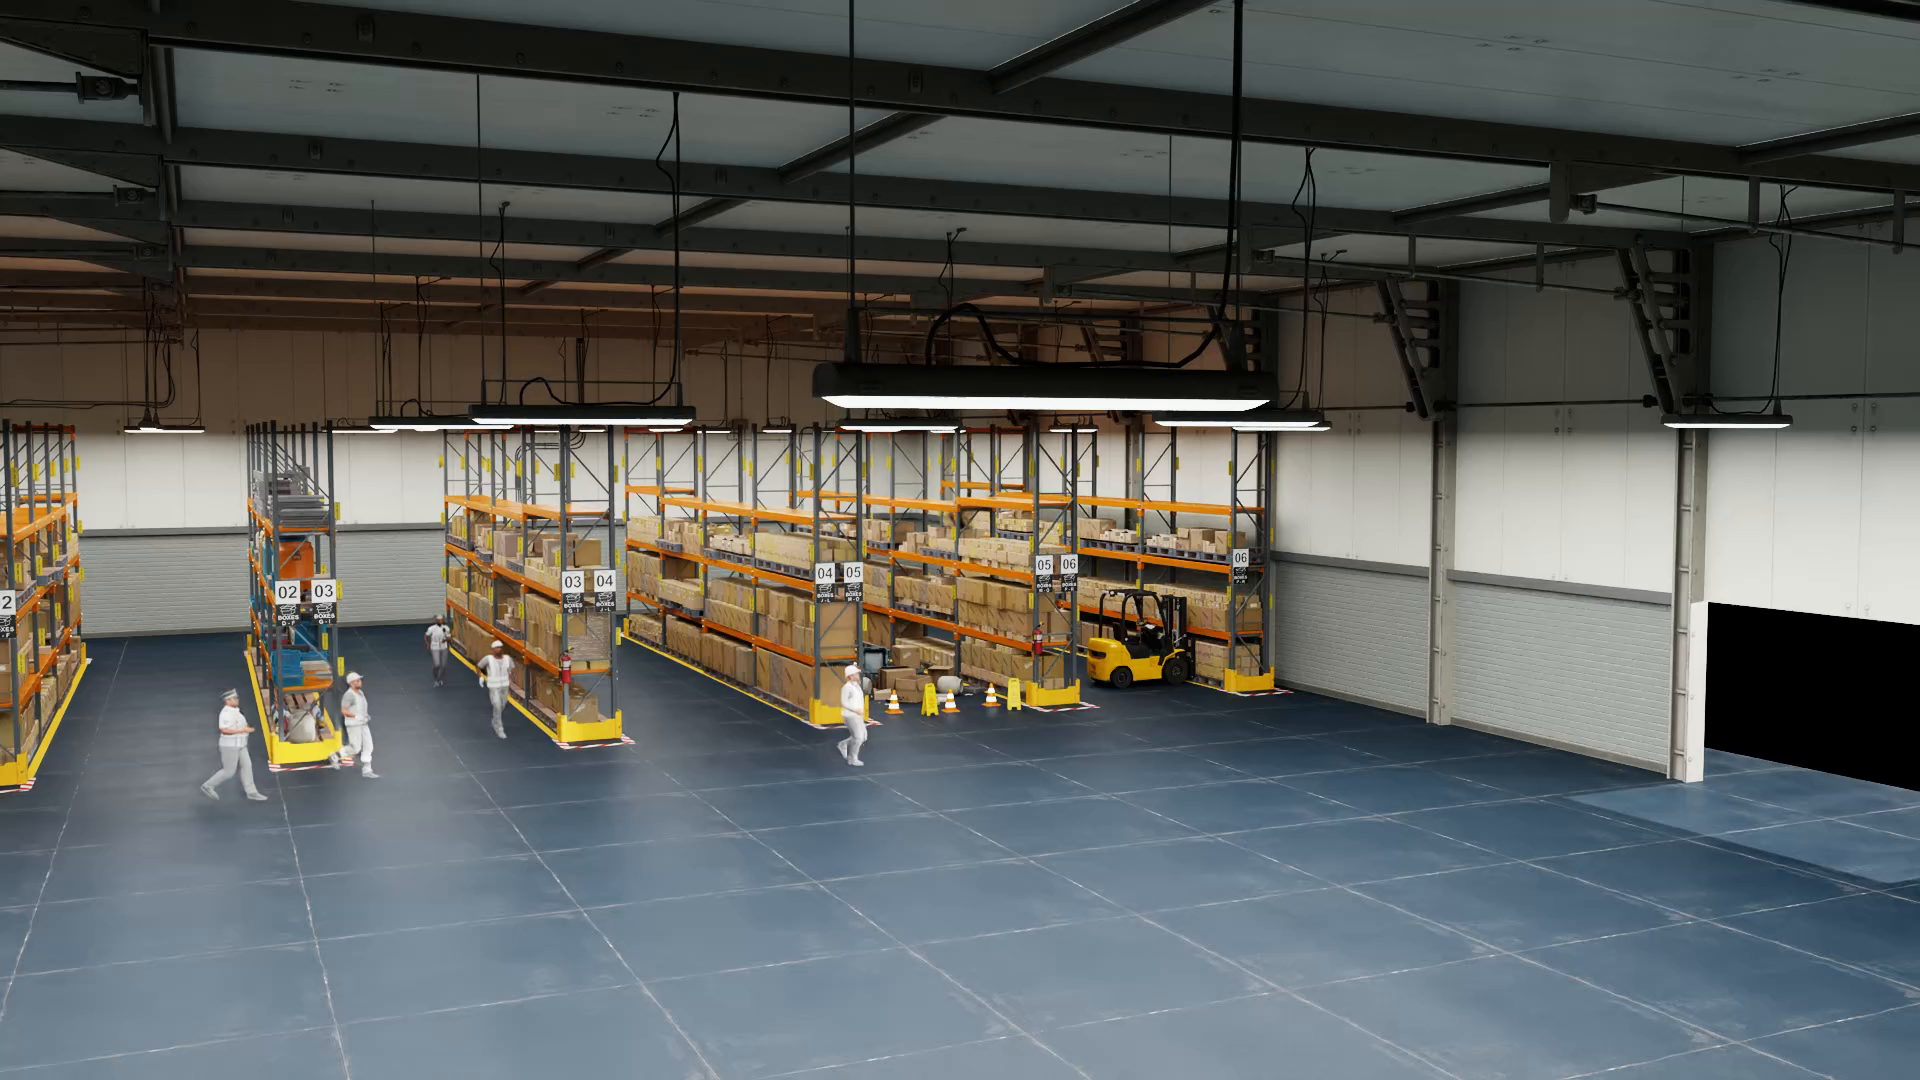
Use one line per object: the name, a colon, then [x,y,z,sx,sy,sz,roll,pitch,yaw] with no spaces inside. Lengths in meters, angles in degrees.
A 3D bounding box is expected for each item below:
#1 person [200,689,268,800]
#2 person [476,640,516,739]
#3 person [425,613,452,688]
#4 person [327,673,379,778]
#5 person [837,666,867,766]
person: [-11.304,3.195,25.864,0.973,1.774,0.661,0,4,-4]
person: [-8.823,2.826,31.762,0.671,1.818,0.897,-3,5,-40]
person: [-11.855,2.513,37.855,0.548,1.699,0.684,-2,4,-28]
person: [-10.151,3.105,27.841,0.873,1.779,0.670,0,4,6]
person: [-1.899,3.049,28.910,0.580,1.740,0.667,1,4,16]
